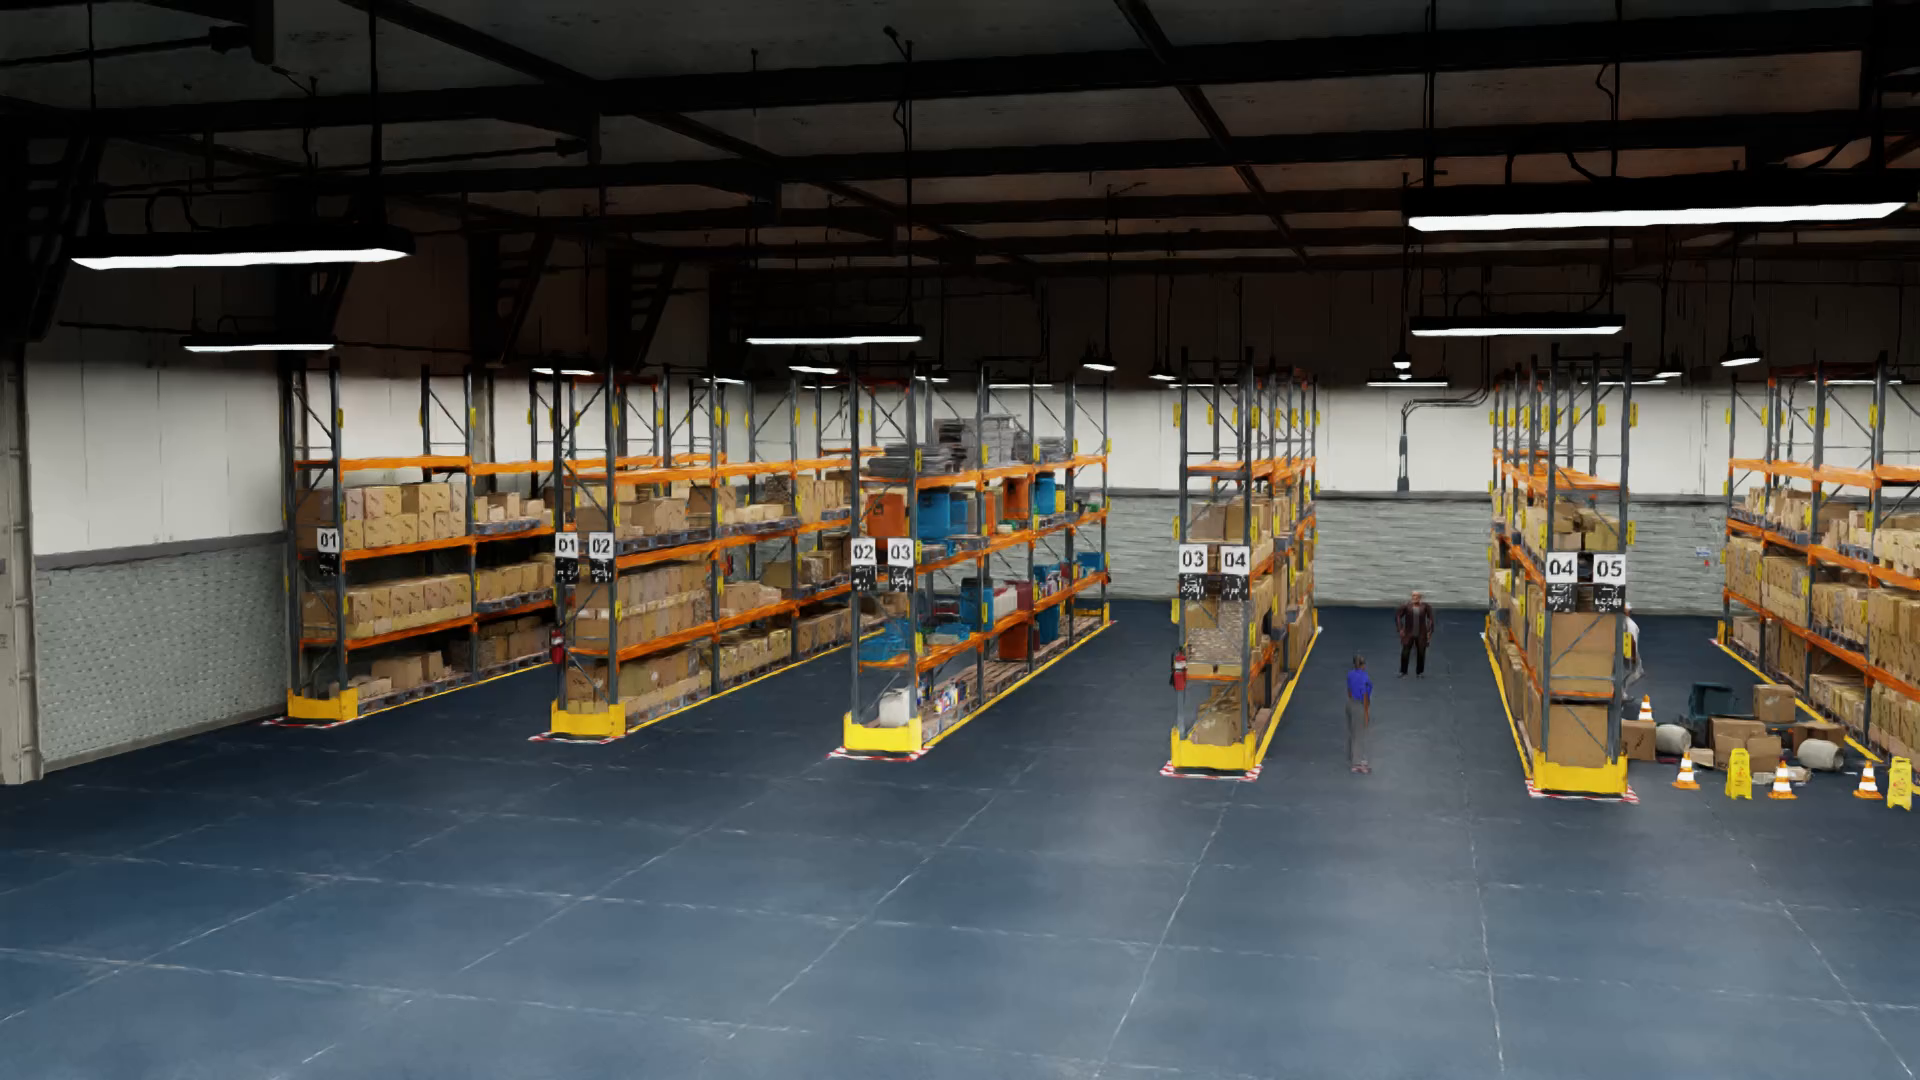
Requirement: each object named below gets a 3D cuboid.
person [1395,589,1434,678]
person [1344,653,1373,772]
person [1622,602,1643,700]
[{"bbox_3d":[8.734,1.797,31.958,0.729,1.732,0.544,1,4,14],"label":"person"},{"bbox_3d":[5.682,2.437,23.608,0.422,1.648,0.502,-1,4,-17],"label":"person"},{"bbox_3d":[11.761,1.963,29.372,0.457,1.763,0.609,-1,4,-9],"label":"person"}]
